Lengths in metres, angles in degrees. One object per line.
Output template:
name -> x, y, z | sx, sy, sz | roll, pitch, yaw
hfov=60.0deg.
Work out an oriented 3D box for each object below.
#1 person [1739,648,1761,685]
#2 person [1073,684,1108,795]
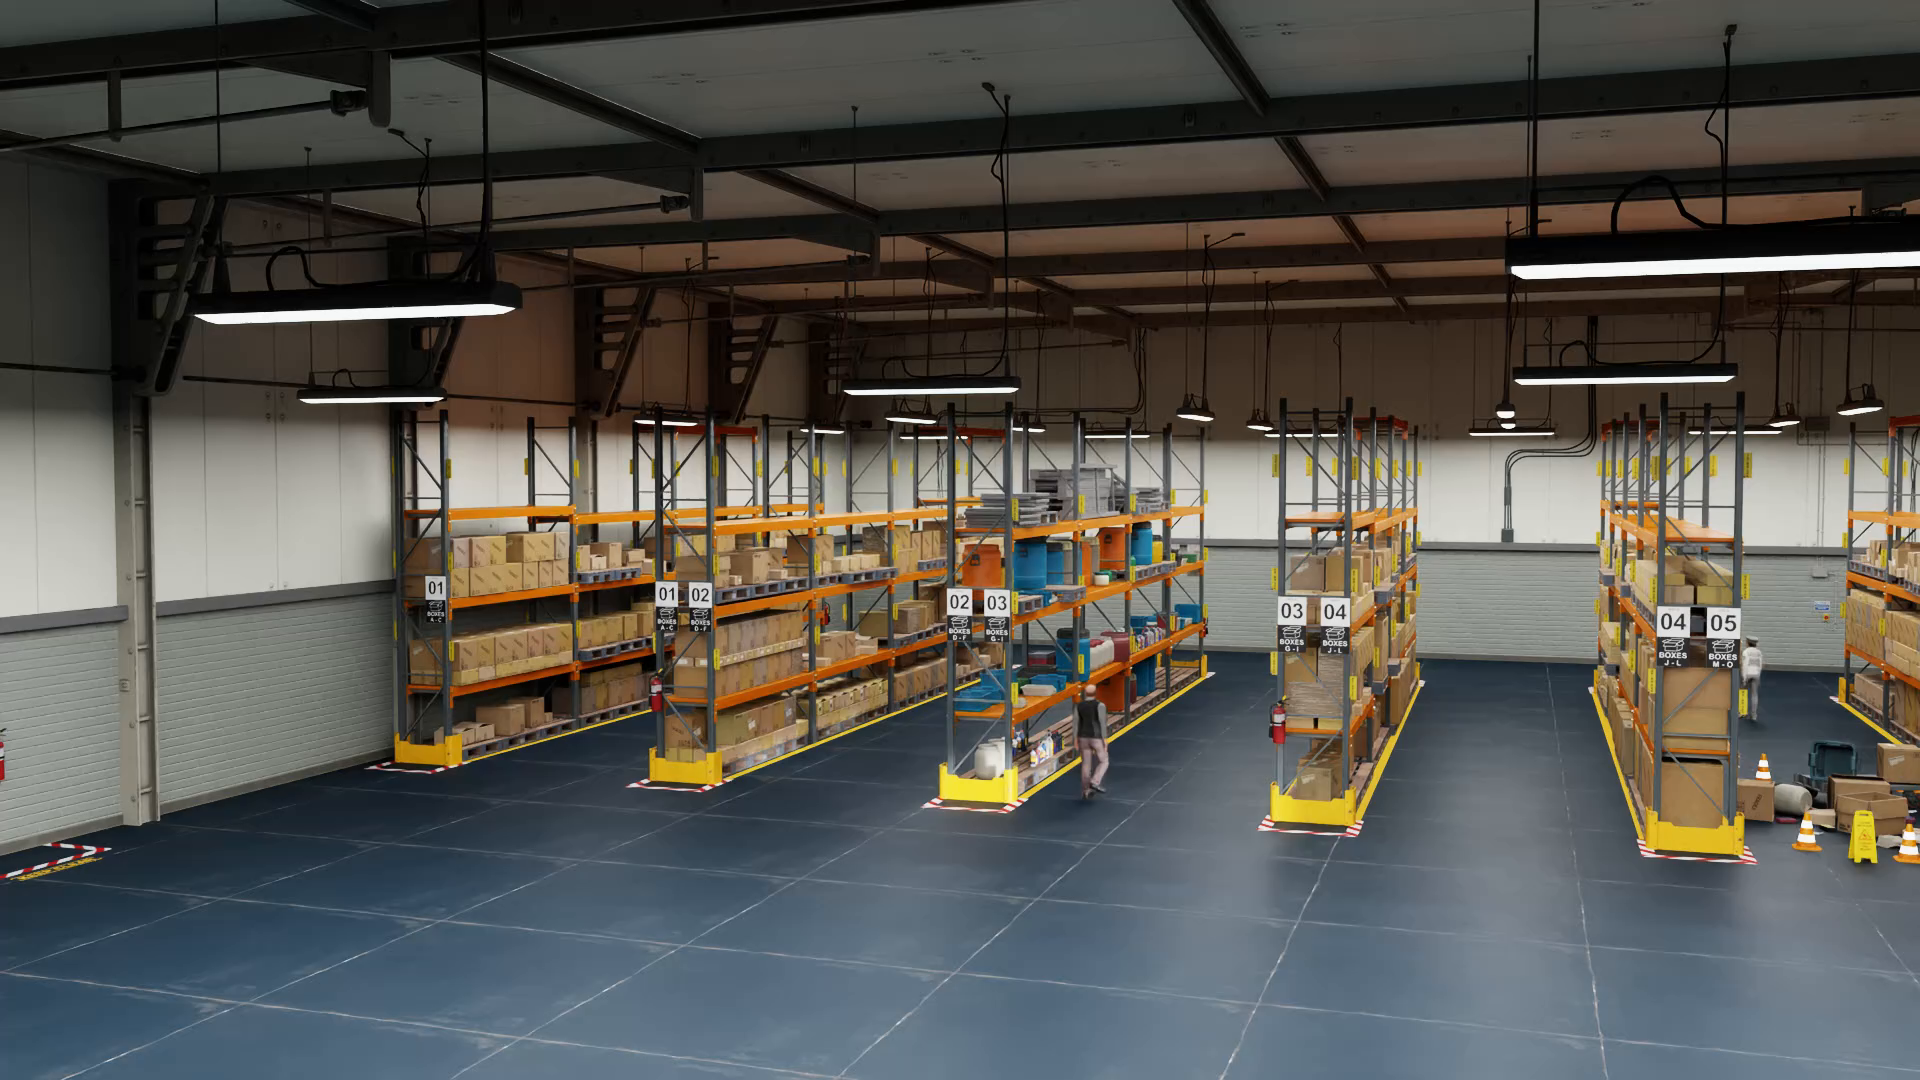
person -> 15.761, 2.535, 33.165 | 0.424, 0.760, 0.425 | 0, 2, 7
person -> 1.987, 3.023, 25.299 | 0.570, 1.654, 0.452 | 1, 3, 27
